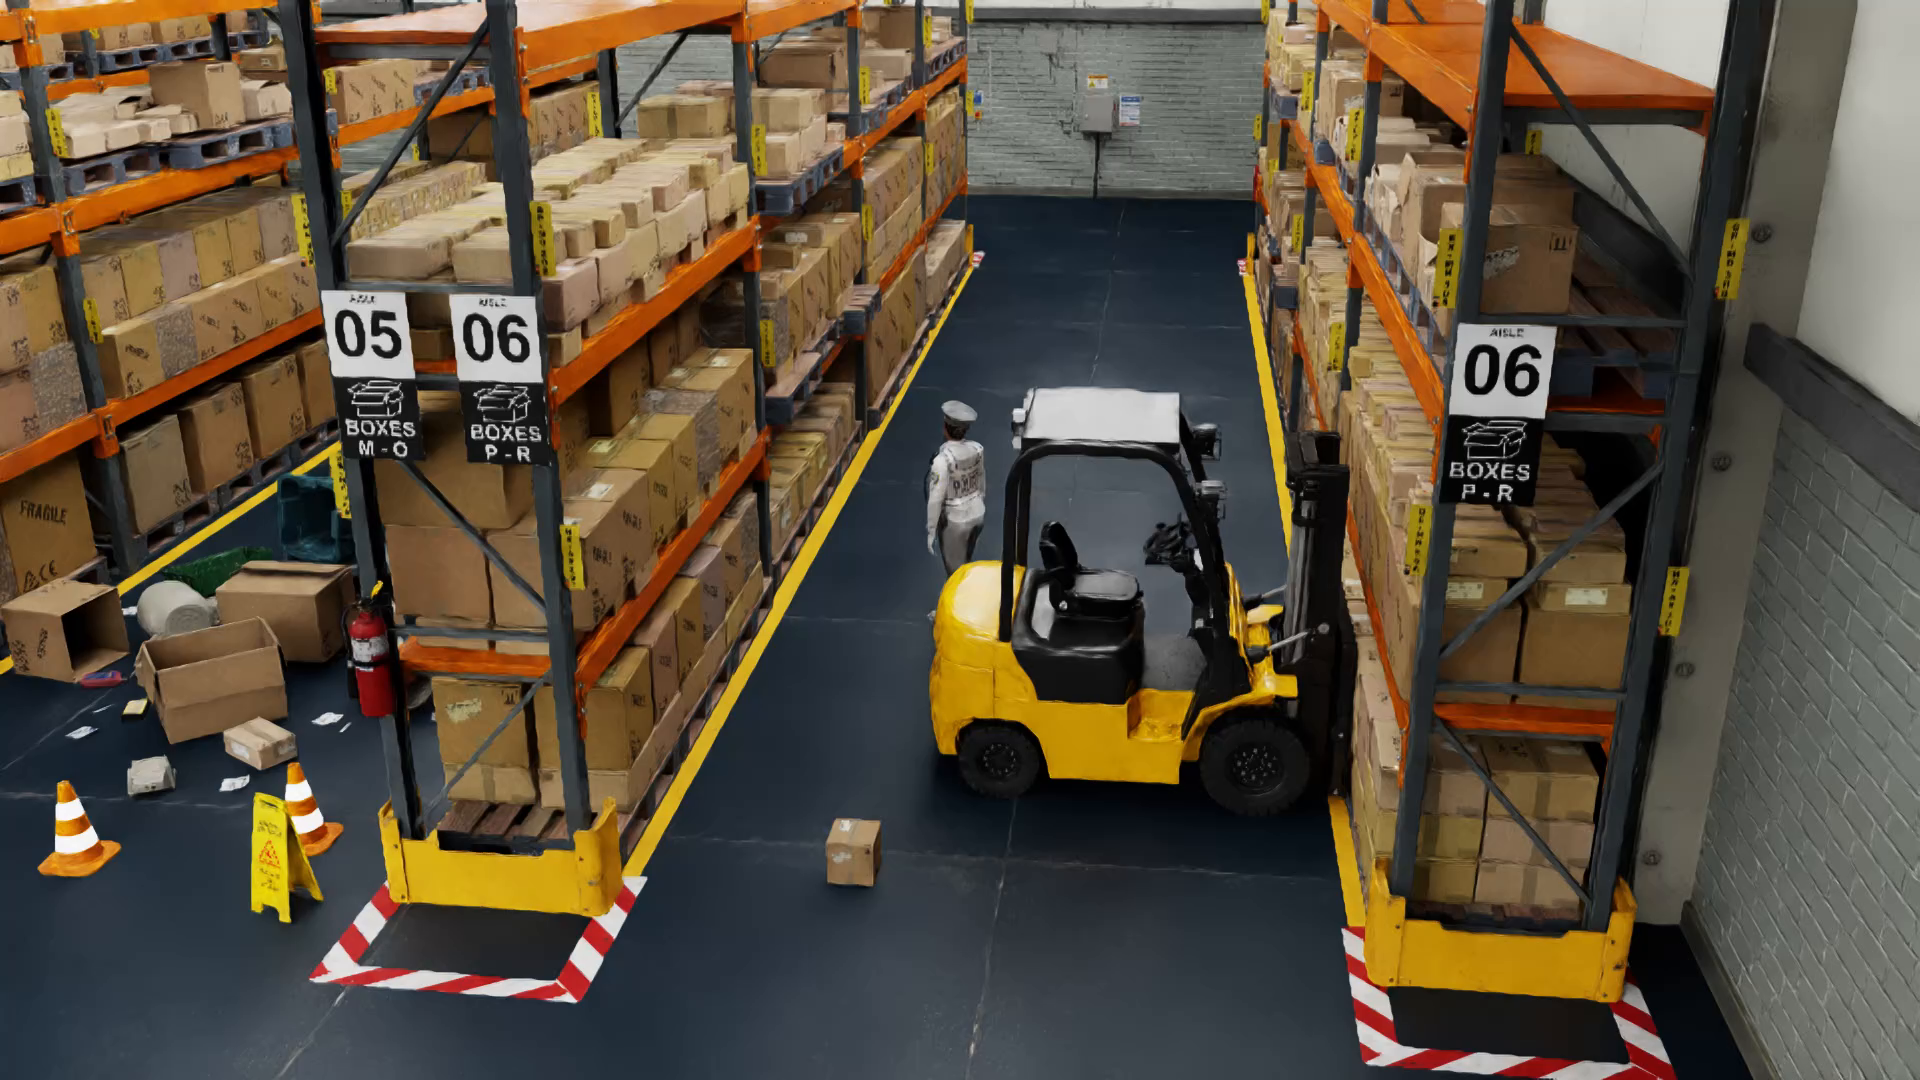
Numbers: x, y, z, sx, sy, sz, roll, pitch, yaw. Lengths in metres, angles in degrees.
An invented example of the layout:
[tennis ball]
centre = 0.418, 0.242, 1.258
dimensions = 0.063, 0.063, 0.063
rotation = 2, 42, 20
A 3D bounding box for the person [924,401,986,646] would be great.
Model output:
[person]
centre = -0.048, -0.125, 11.324
dimensions = 0.534, 1.673, 0.569
rotation = 15, 26, 33
